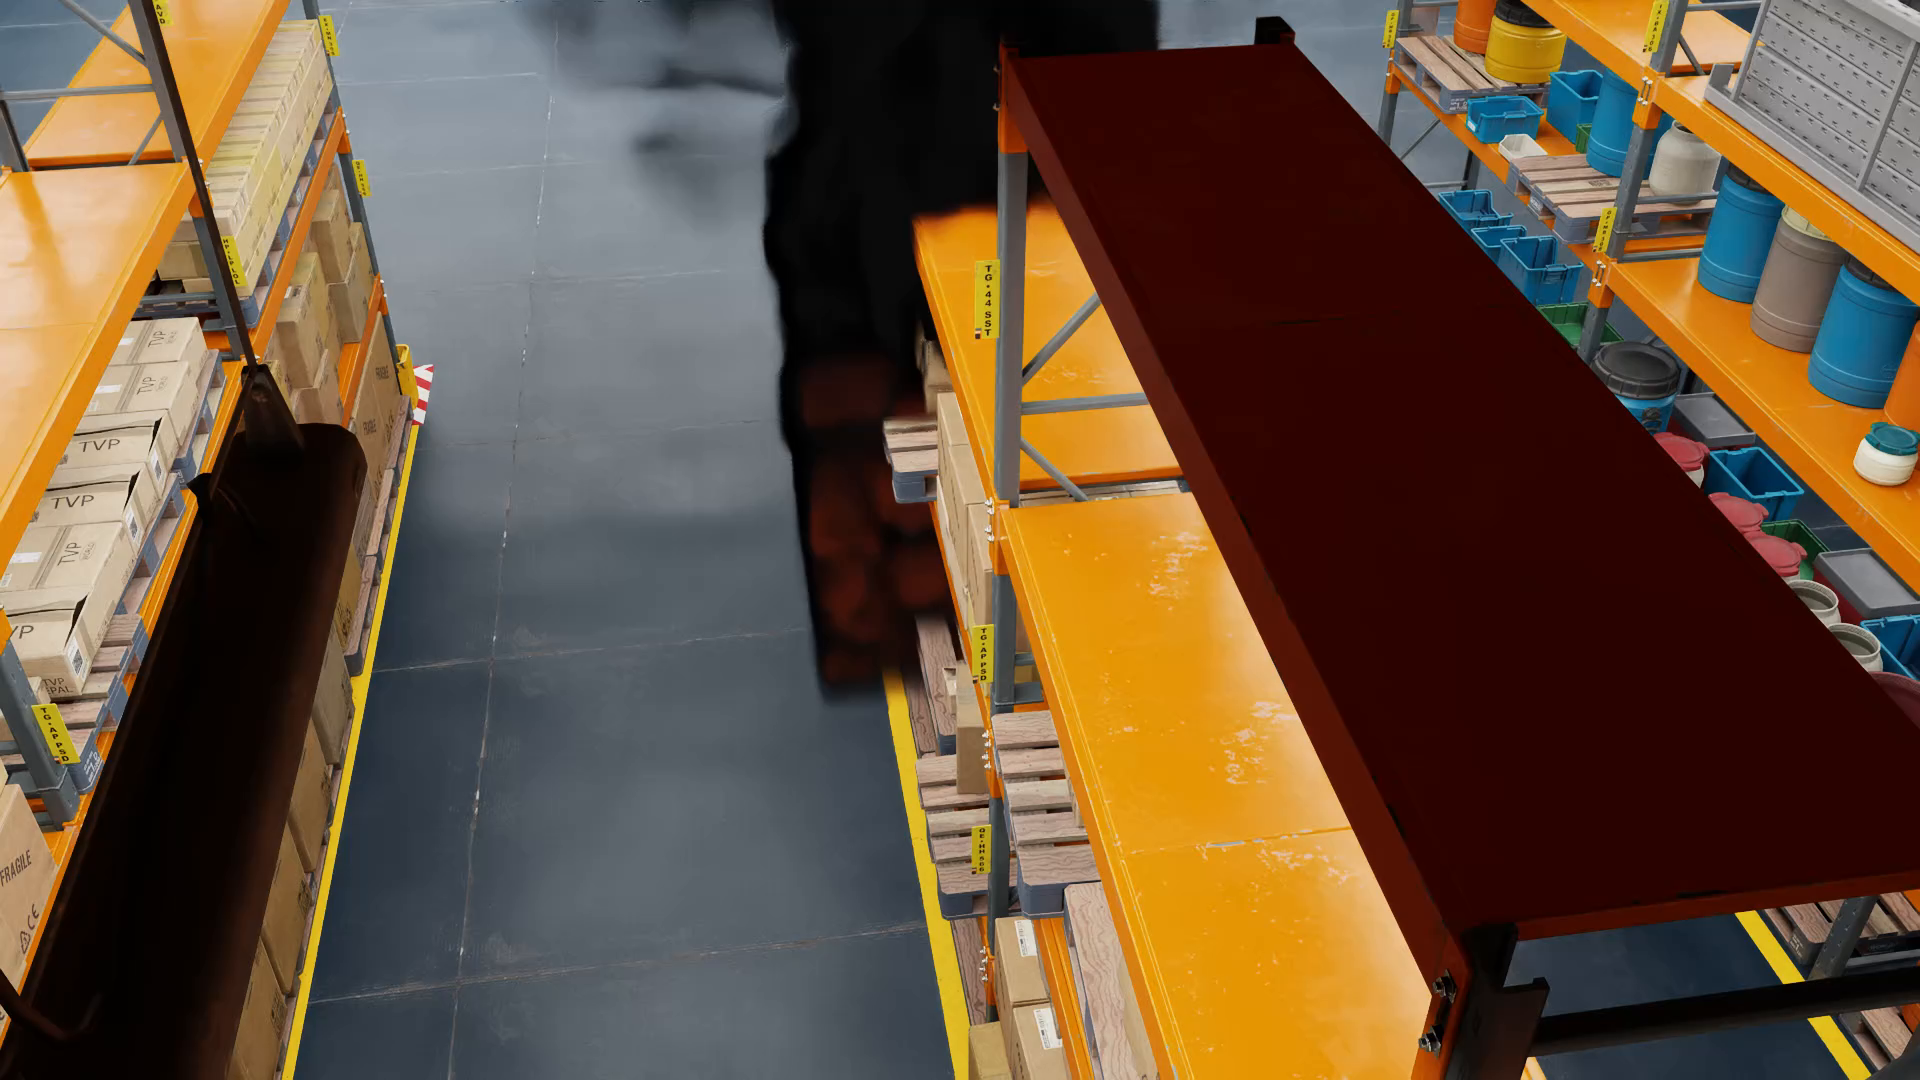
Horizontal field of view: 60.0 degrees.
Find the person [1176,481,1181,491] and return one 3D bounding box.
[{"bbox_3d":[1.699,-0.893,13.306,0.596,1.691,0.747,-5,37,-7],"label":"person"}]
